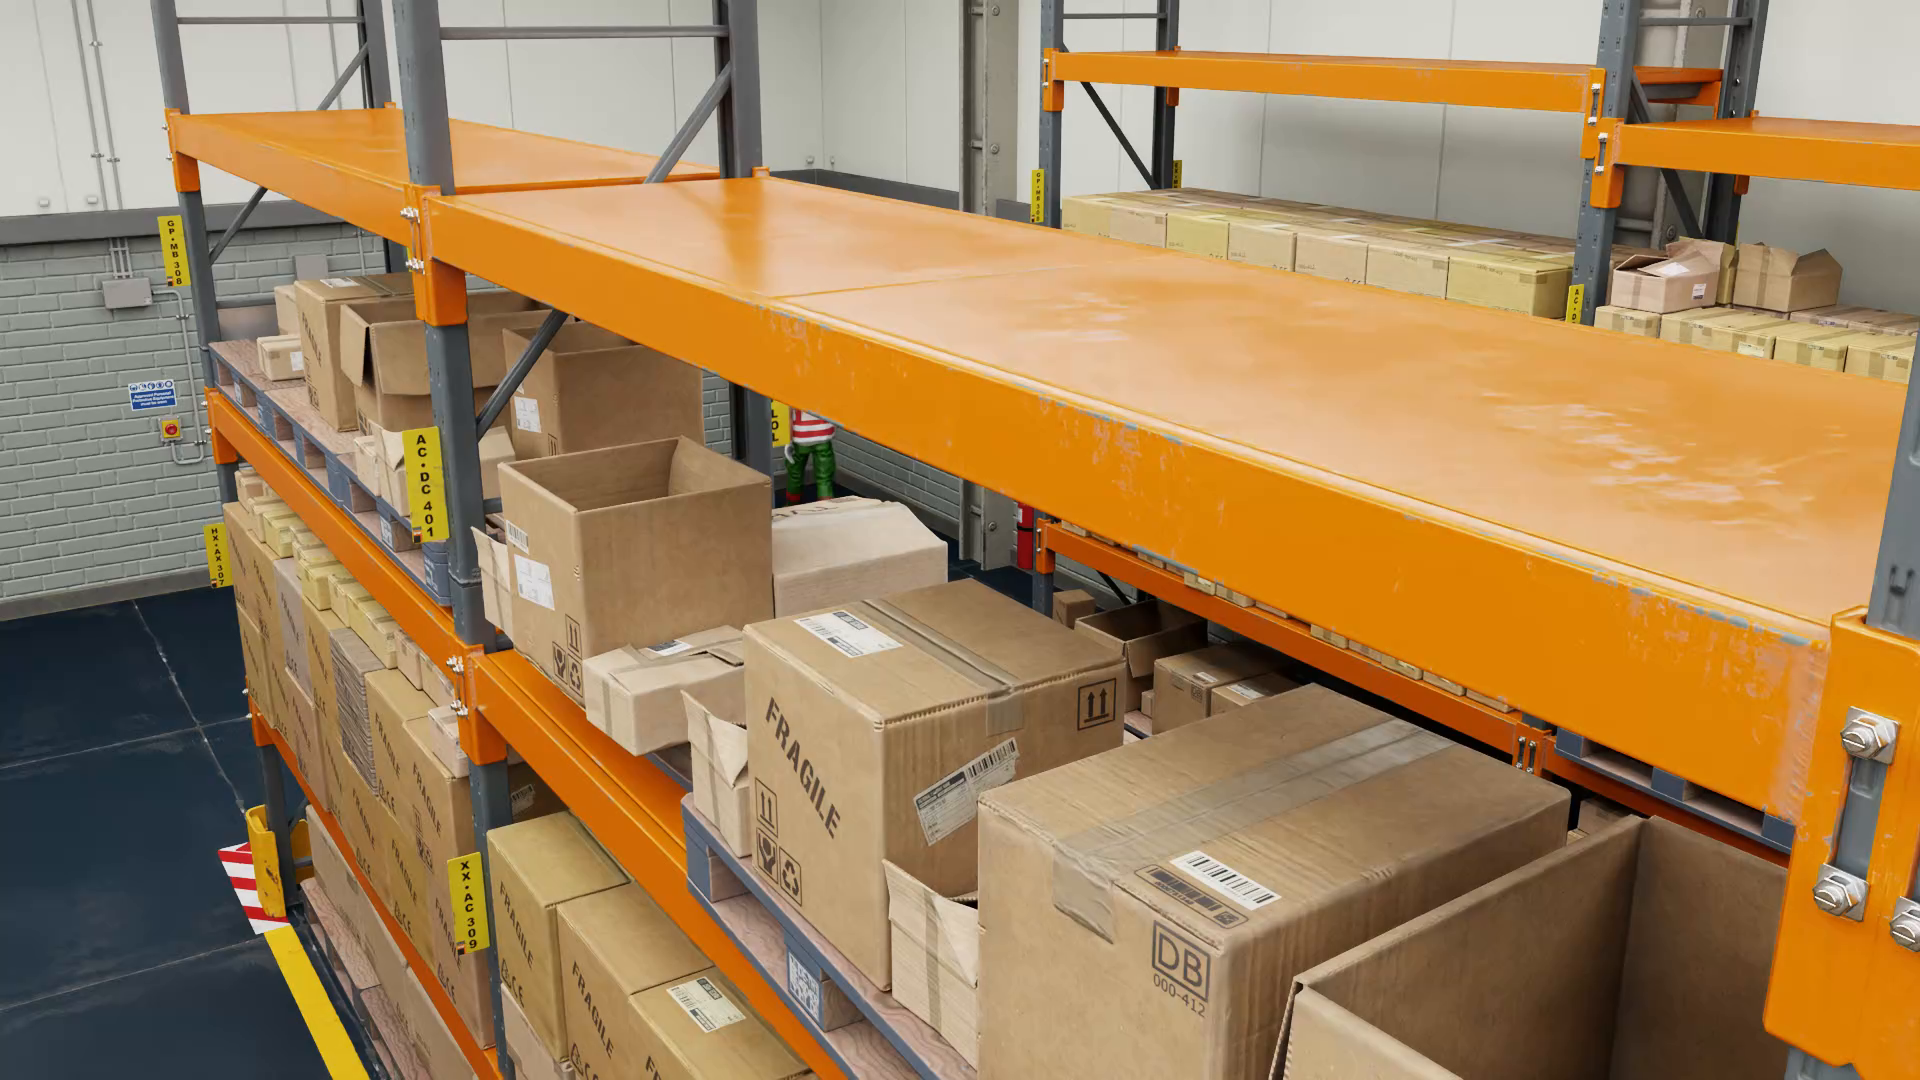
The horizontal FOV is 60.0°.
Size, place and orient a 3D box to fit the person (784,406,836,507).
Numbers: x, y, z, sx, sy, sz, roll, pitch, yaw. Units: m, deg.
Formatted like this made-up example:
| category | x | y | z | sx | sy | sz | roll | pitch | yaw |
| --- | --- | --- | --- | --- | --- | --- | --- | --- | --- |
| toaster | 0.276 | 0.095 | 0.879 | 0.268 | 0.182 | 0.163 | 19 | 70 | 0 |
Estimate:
| category | x | y | z | sx | sy | sz | roll | pitch | yaw |
| --- | --- | --- | --- | --- | --- | --- | --- | --- | --- |
| person | -1.346 | -0.937 | 14.929 | 0.538 | 1.746 | 0.975 | -4 | 18 | -12 |
